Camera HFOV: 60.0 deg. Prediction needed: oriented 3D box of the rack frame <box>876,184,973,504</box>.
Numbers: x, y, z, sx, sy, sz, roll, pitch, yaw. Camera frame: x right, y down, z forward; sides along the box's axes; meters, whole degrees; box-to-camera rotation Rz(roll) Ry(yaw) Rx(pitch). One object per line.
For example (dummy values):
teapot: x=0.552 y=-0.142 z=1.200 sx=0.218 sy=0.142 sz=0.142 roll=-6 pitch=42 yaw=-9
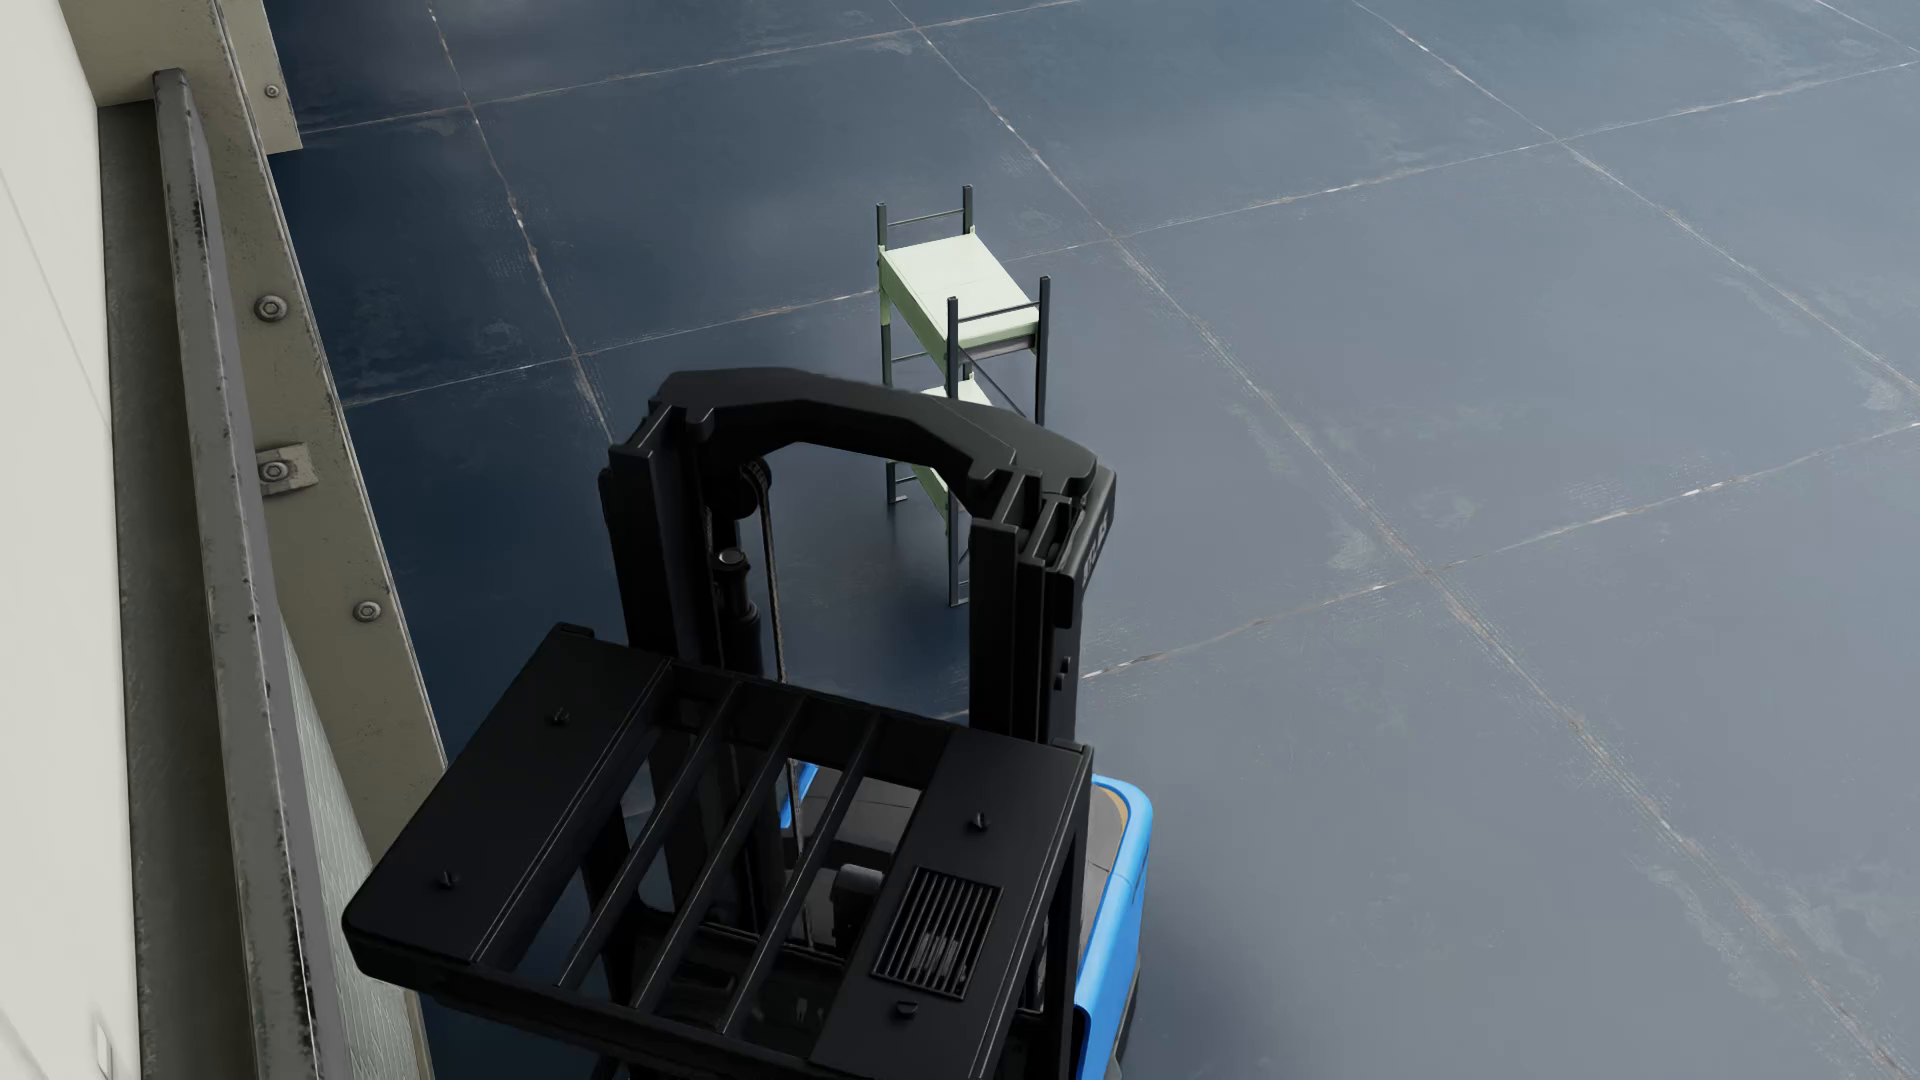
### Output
rack frame: x=-0.137 y=-0.785 z=7.013 sx=0.400 sy=1.500 sz=0.023 roll=-15 pitch=43 yaw=-17

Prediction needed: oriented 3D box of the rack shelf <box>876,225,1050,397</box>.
rack shelf: x=0.003 y=-0.861 z=6.502 sx=0.431 sy=0.370 sz=0.720 roll=-15 pitch=43 yaw=-17

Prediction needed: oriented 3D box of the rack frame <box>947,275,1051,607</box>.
rack frame: x=0.143 y=-0.344 z=6.500 sx=0.400 sy=1.500 sz=0.023 roll=-15 pitch=43 yaw=-17

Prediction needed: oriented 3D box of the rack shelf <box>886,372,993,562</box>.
rack shelf: x=0.003 y=-0.317 z=6.969 sx=0.431 sy=0.370 sz=0.720 roll=-15 pitch=43 yaw=-17

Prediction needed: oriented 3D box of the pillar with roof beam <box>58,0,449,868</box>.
pillar with roof beam: x=2.107 y=-3.305 z=4.191 sx=9.100 sy=9.000 sz=0.400 roll=-15 pitch=43 yaw=-17

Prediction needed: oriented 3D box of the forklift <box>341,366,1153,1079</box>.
forklift: x=-0.367 y=1.233 z=3.568 sx=1.130 sy=2.935 sz=3.031 roll=12 pitch=42 yaw=13

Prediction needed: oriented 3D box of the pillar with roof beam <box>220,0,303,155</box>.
pillar with roof beam: x=-0.188 y=-6.919 z=8.394 sx=9.100 sy=9.000 sz=0.400 roll=-15 pitch=43 yaw=-17

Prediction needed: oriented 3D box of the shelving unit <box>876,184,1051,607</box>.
shelving unit: x=0.003 y=-0.565 z=6.756 sx=0.431 sy=1.500 sz=0.755 roll=-15 pitch=43 yaw=-17
